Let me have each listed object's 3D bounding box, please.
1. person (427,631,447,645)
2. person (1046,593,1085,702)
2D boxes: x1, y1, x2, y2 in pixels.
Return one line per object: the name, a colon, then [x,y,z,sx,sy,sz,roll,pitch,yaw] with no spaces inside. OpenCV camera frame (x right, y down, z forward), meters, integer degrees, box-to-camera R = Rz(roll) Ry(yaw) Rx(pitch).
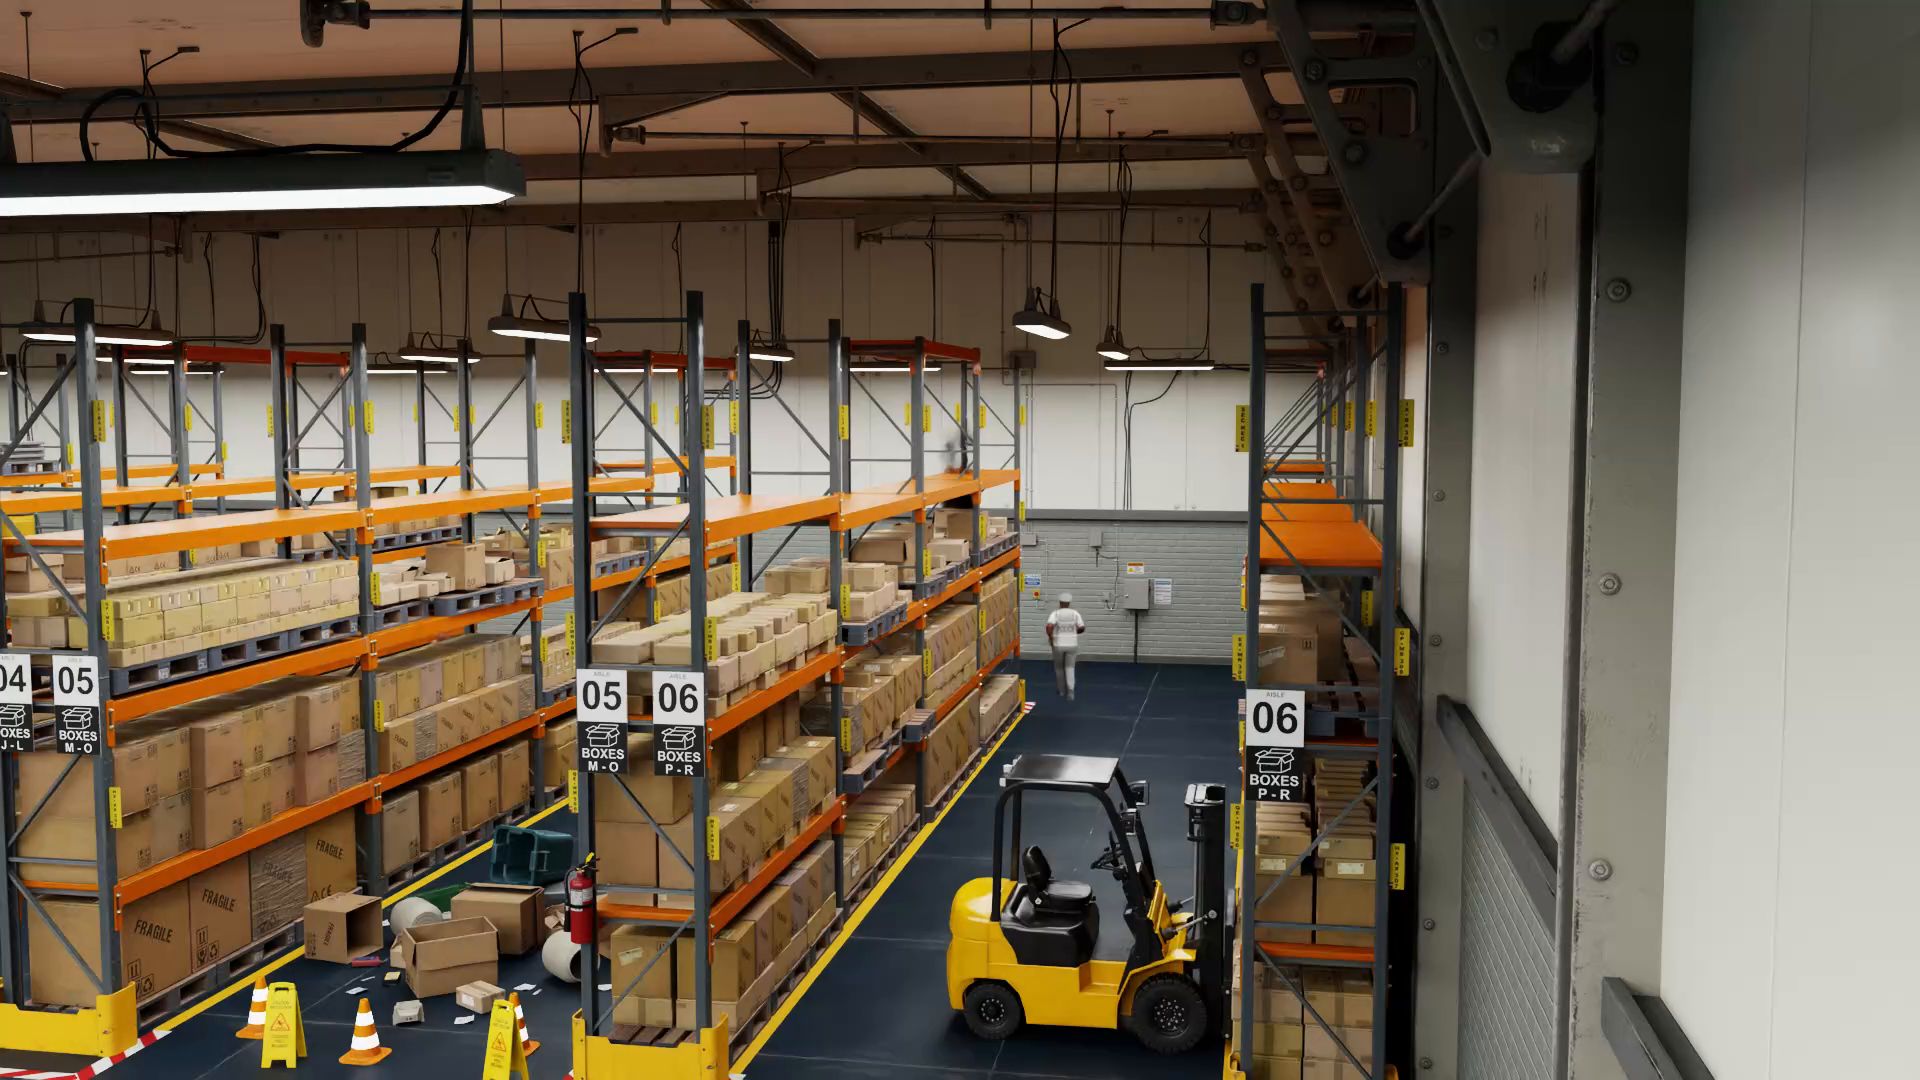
person: [-8.162,2.176,26.136,0.651,1.744,0.609,1,5,11]
person: [1.740,1.771,27.726,0.658,1.801,0.851,0,5,-3]
